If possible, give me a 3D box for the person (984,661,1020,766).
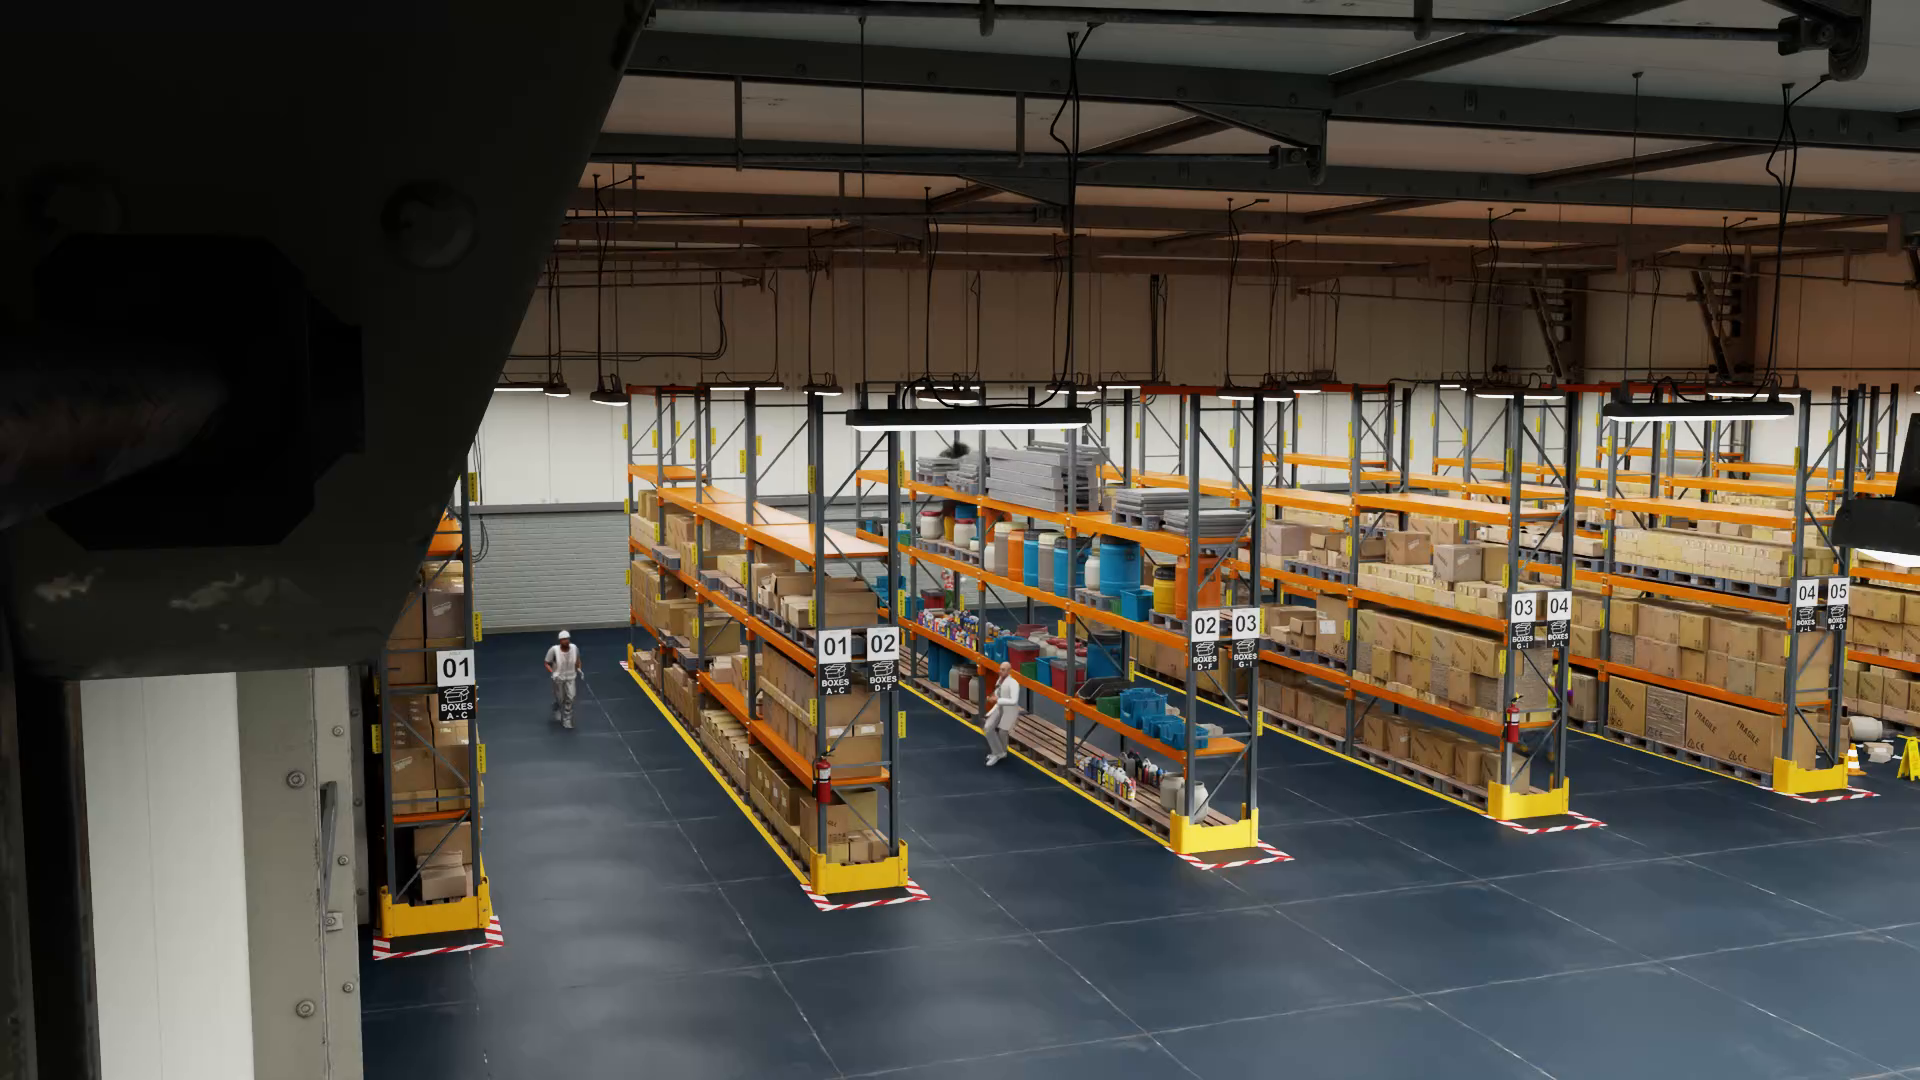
[{"bbox_3d":[0.680,2.741,26.503,0.842,1.681,0.755,5,8,40],"label":"person"}]

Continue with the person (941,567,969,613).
[{"bbox_3d":[-0.213,1.252,40.580,0.859,1.842,0.658,0,6,2],"label":"person"}]

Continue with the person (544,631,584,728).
[{"bbox_3d":[-7.039,2.440,29.419,0.685,1.730,0.774,-3,7,-29],"label":"person"}]

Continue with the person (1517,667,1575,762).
[{"bbox_3d":[9.477,2.744,26.939,0.725,1.574,1.101,-2,6,-19],"label":"person"}]
